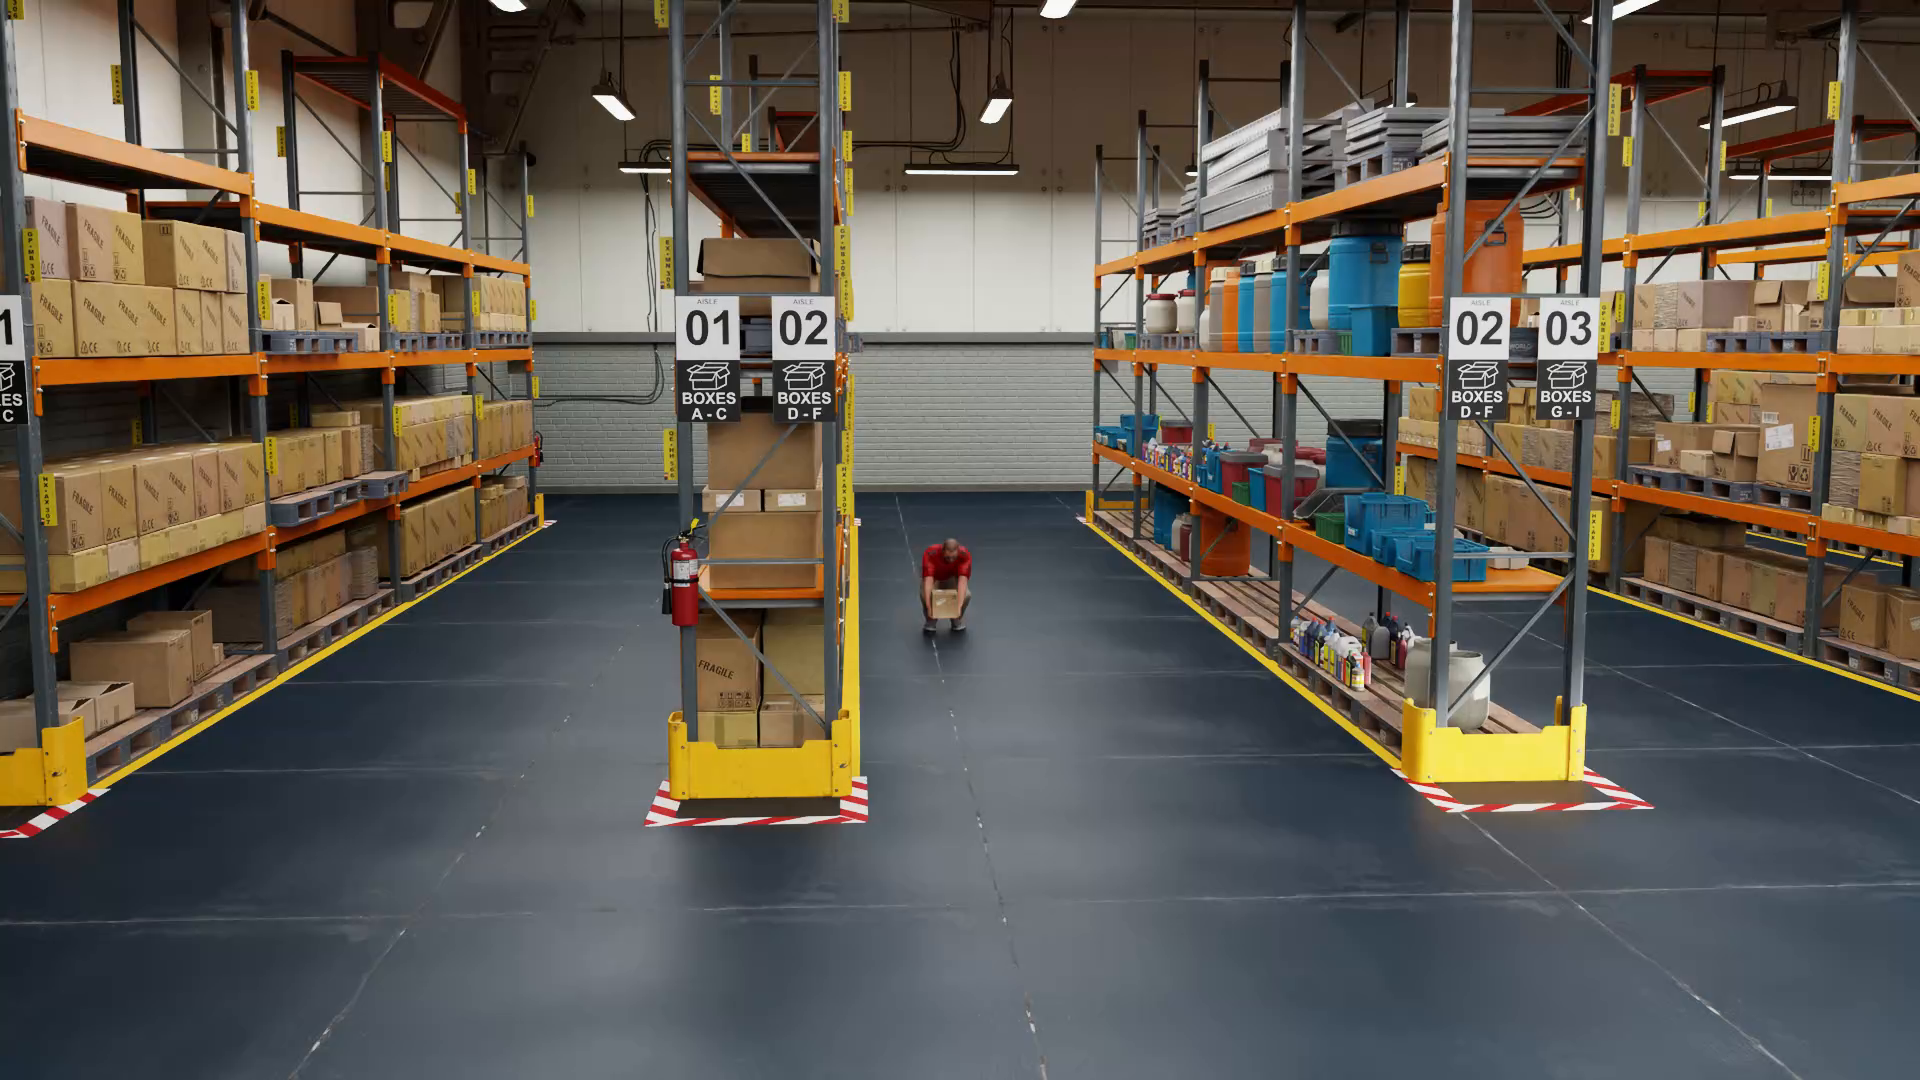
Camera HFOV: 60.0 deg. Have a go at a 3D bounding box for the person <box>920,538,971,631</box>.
[{"bbox_3d":[-0.155,0.434,16.852,0.522,0.988,0.877,-1,7,-4],"label":"person"}]
